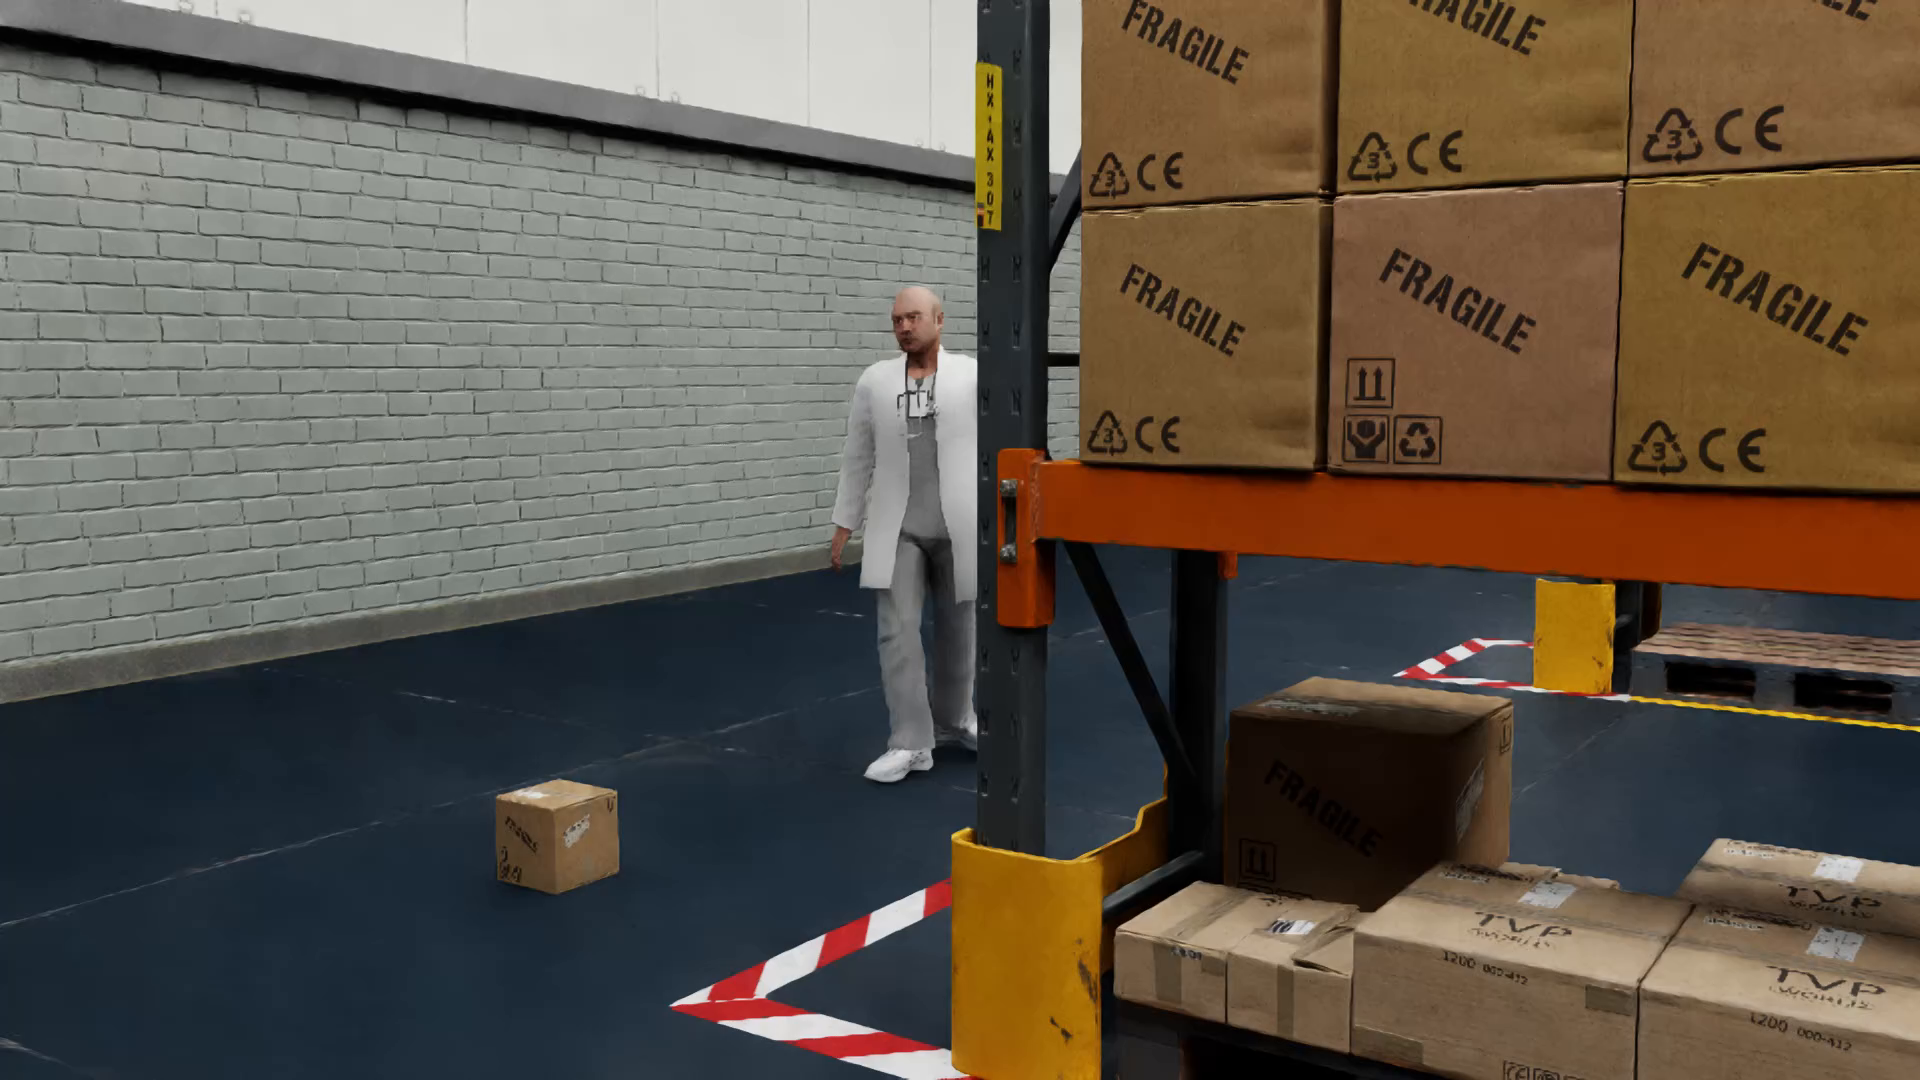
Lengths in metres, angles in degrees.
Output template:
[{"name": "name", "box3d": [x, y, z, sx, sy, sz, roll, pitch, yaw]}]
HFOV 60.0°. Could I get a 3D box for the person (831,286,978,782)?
[{"name": "person", "box3d": [-0.137, -0.039, 6.126, 0.691, 1.771, 0.667, 0, 6, 3]}]
